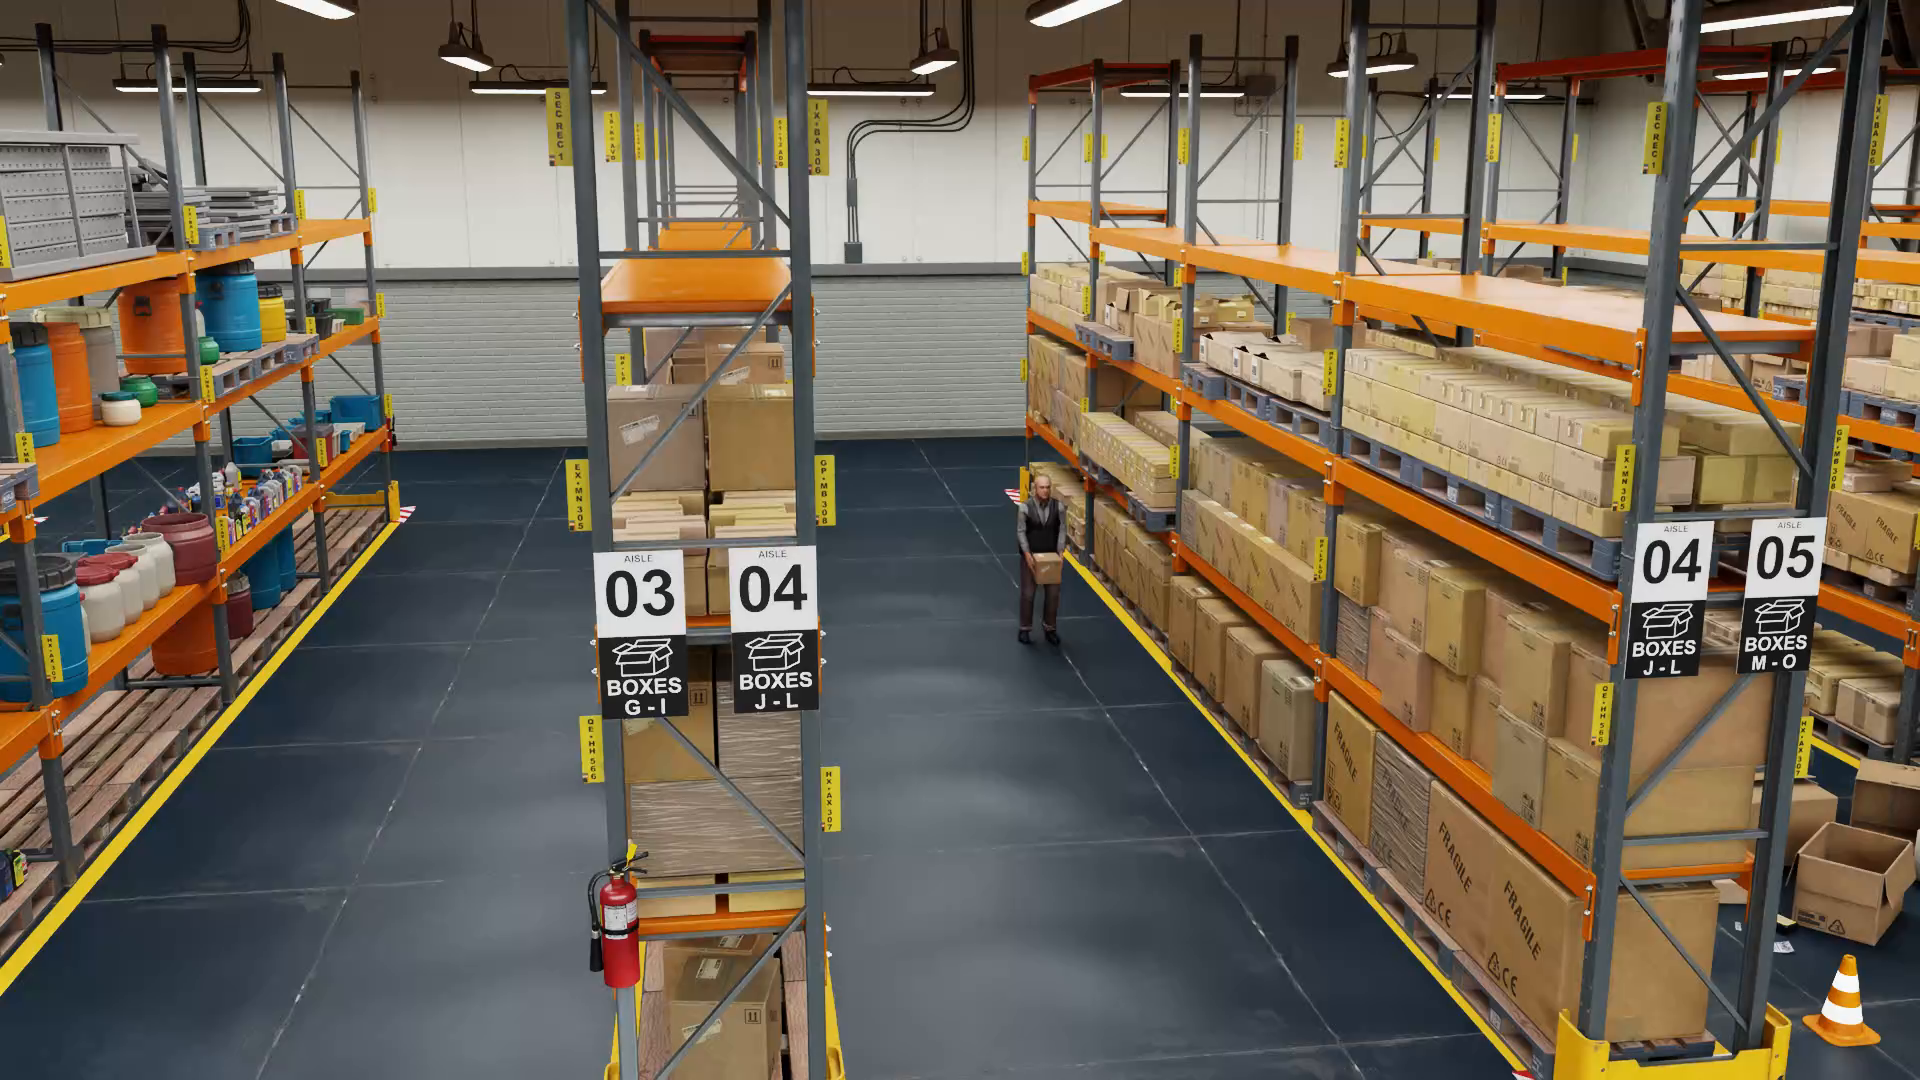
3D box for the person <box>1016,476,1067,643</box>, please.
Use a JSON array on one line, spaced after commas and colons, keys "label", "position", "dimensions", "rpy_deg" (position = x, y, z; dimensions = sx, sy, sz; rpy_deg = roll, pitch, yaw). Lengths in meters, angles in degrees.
[{"label": "person", "position": [0.848, 0.193, 17.191], "dimensions": [0.544, 1.728, 0.482], "rpy_deg": [-2, 13, -9]}]
